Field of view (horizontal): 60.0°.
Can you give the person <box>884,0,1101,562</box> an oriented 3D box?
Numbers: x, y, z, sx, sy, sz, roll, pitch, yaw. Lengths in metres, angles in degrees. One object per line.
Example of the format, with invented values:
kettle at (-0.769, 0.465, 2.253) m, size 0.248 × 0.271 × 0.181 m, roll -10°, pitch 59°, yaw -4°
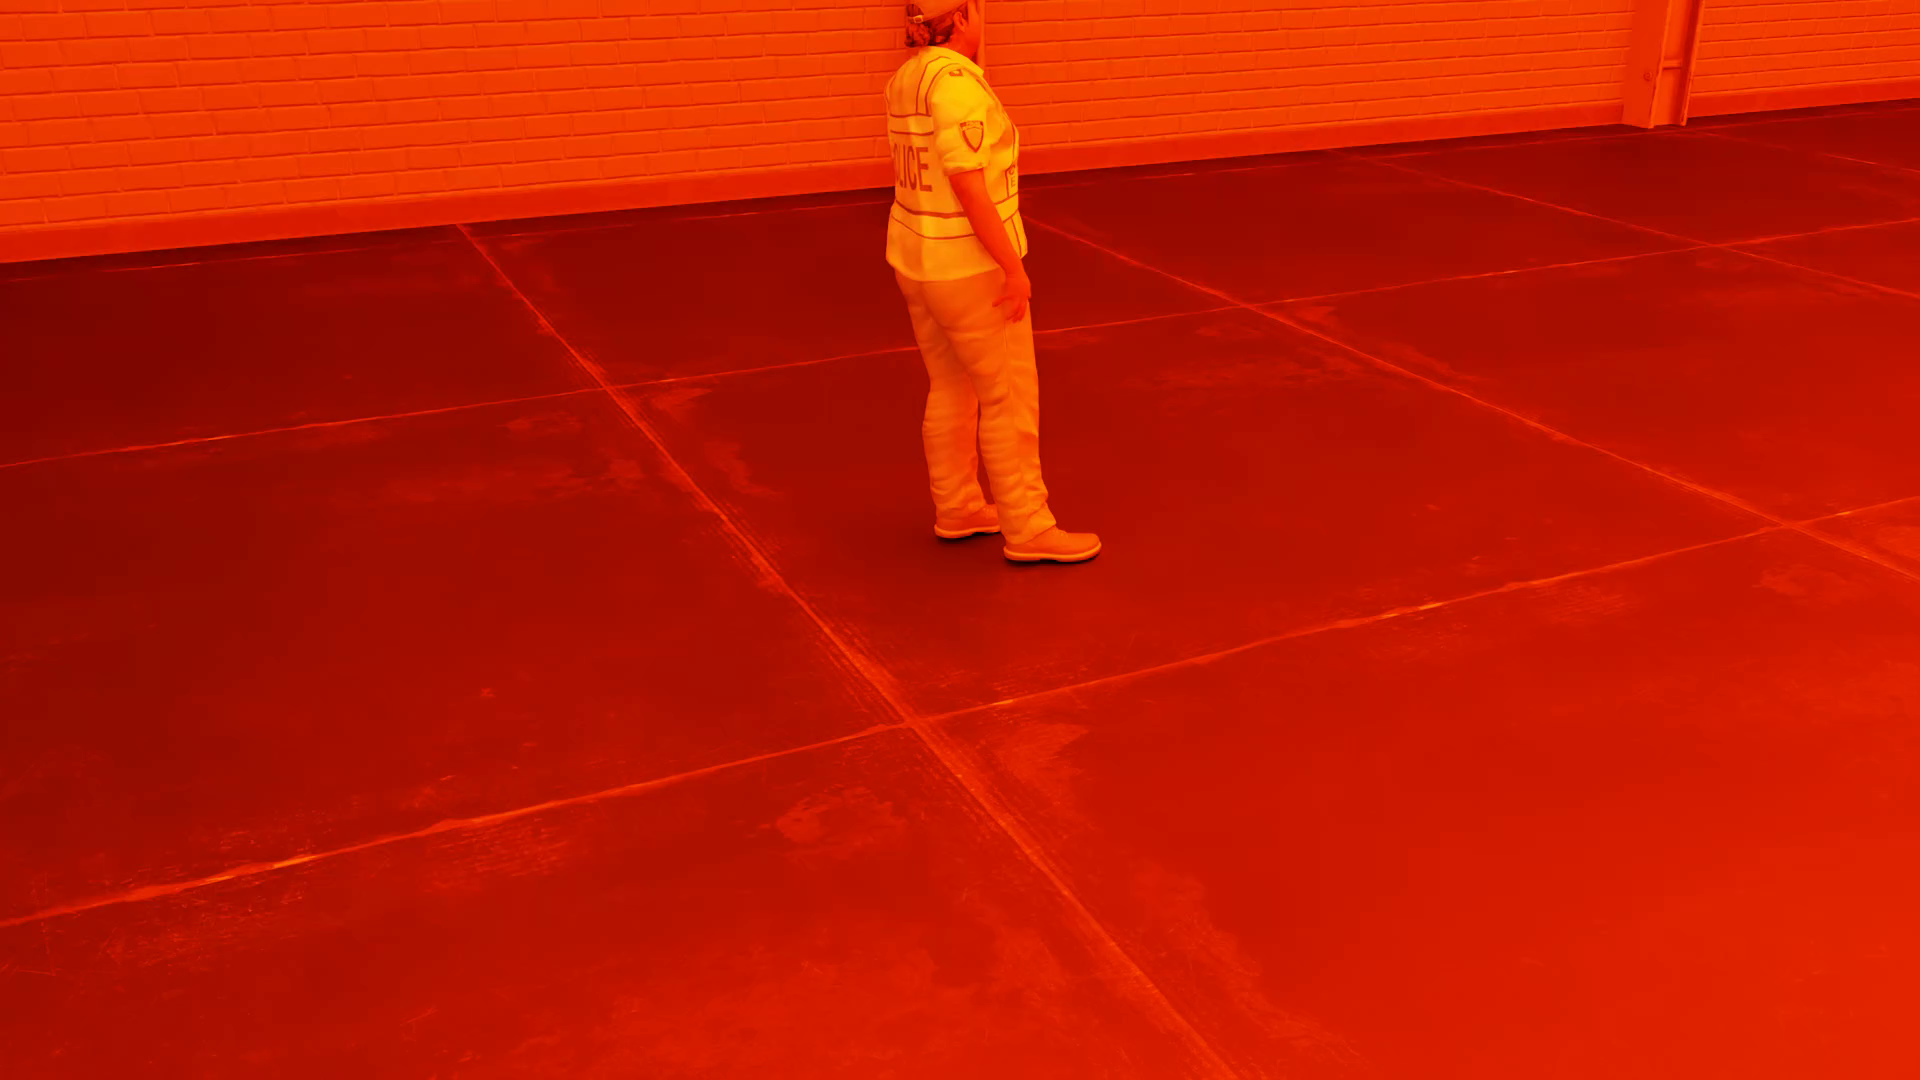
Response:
person at (0.079, -0.782, 4.795) m, size 0.529 × 1.670 × 0.598 m, roll -10°, pitch 25°, yaw -23°
